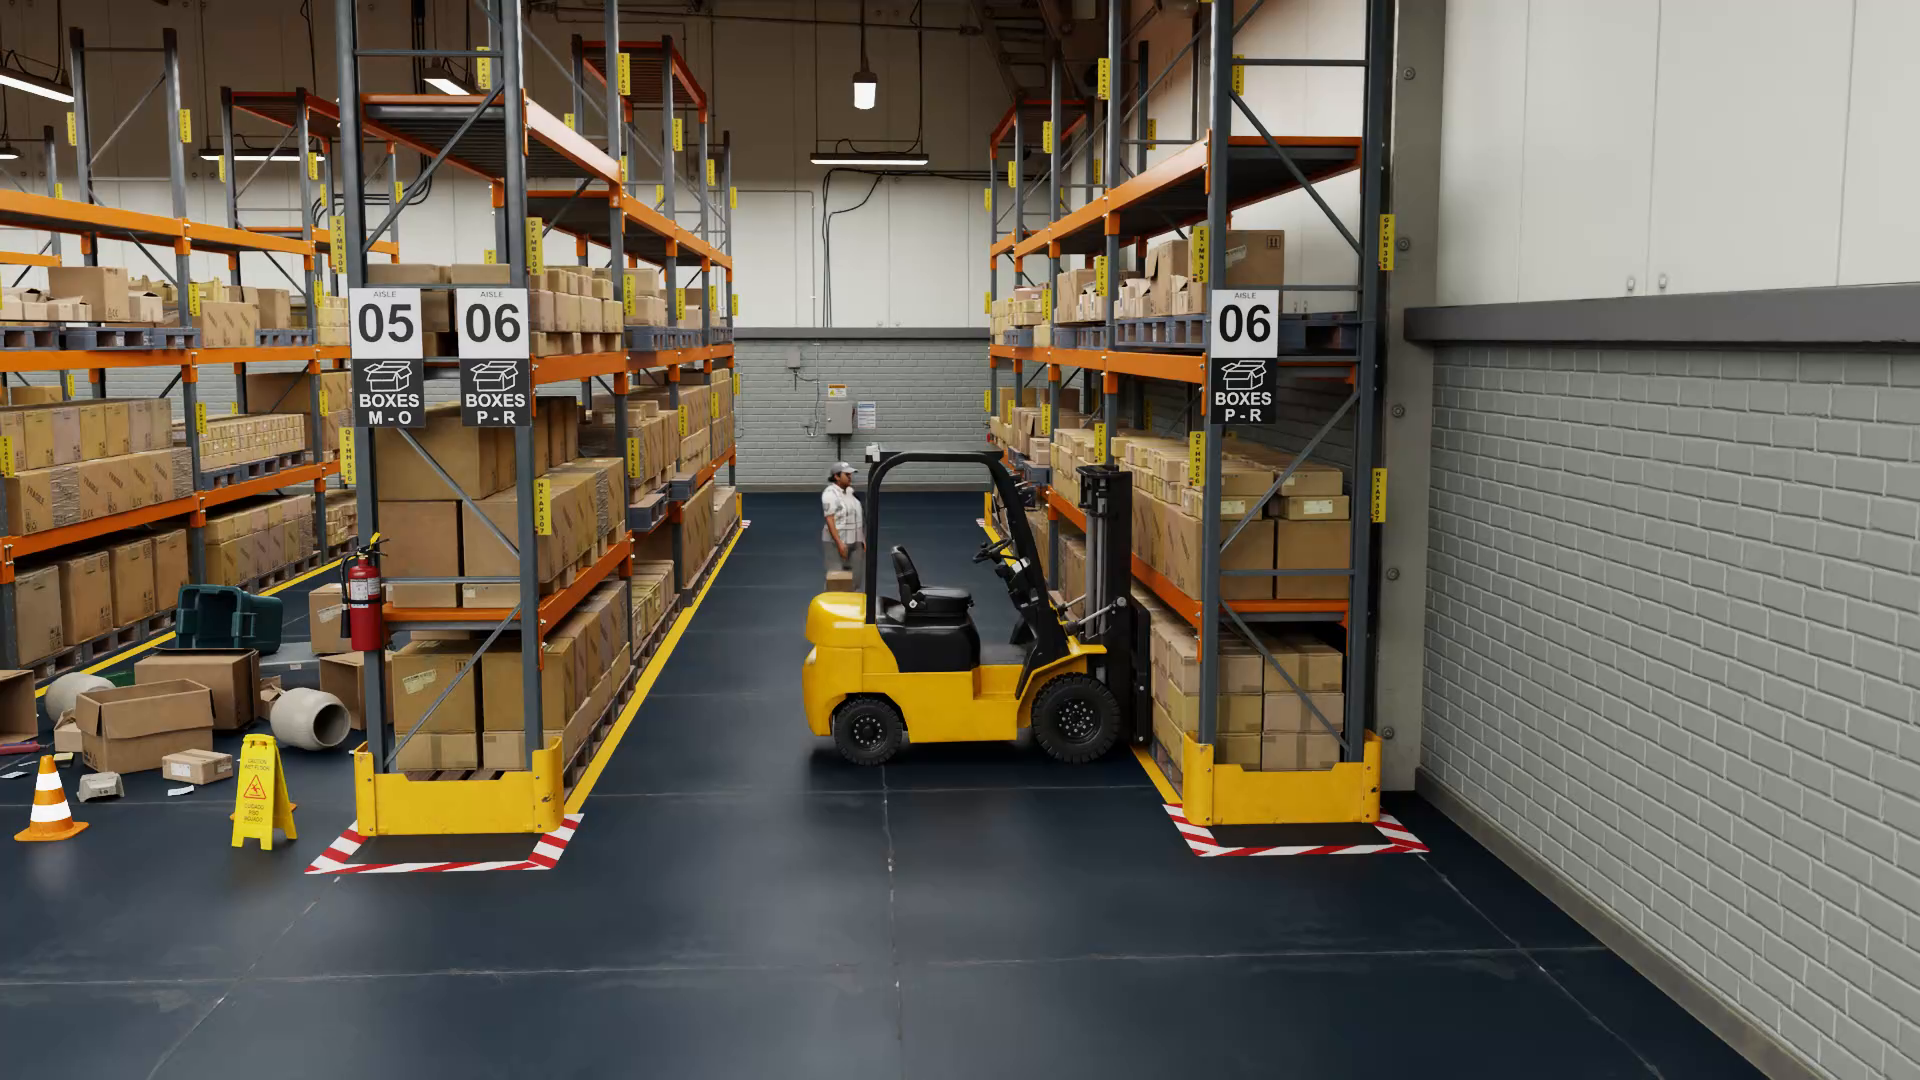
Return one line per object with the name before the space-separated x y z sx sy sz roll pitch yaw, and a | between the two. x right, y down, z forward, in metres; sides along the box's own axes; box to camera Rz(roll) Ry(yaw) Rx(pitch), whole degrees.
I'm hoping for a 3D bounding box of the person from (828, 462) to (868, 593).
person | -1.134 0.053 16.723 0.411 1.670 0.643 2 7 14
